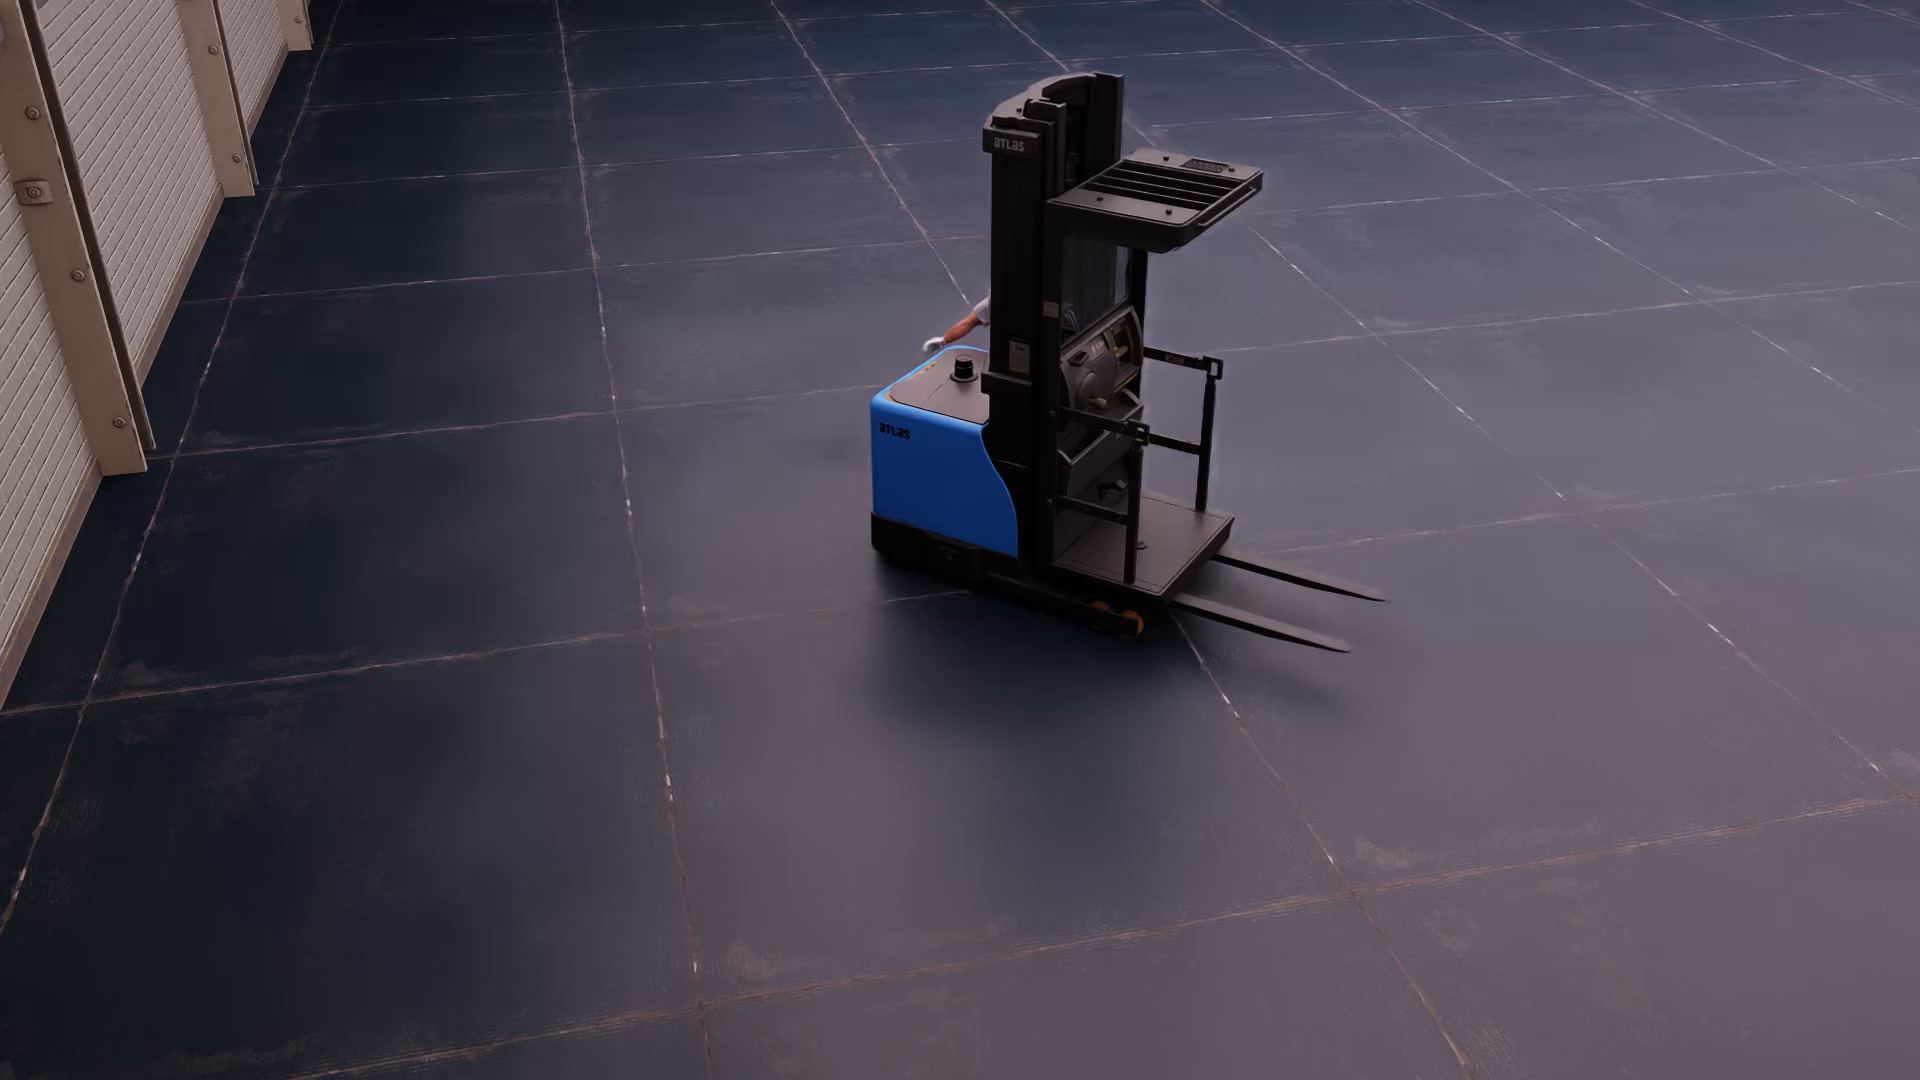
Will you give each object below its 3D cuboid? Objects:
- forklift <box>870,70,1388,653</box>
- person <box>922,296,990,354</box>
[{"bbox_3d":[0.980,-1.002,9.306,3.031,2.935,1.130,17,34,26],"label":"forklift"},{"bbox_3d":[0.338,-1.216,11.001,1.158,1.578,0.924,-10,31,-16],"label":"person"}]
